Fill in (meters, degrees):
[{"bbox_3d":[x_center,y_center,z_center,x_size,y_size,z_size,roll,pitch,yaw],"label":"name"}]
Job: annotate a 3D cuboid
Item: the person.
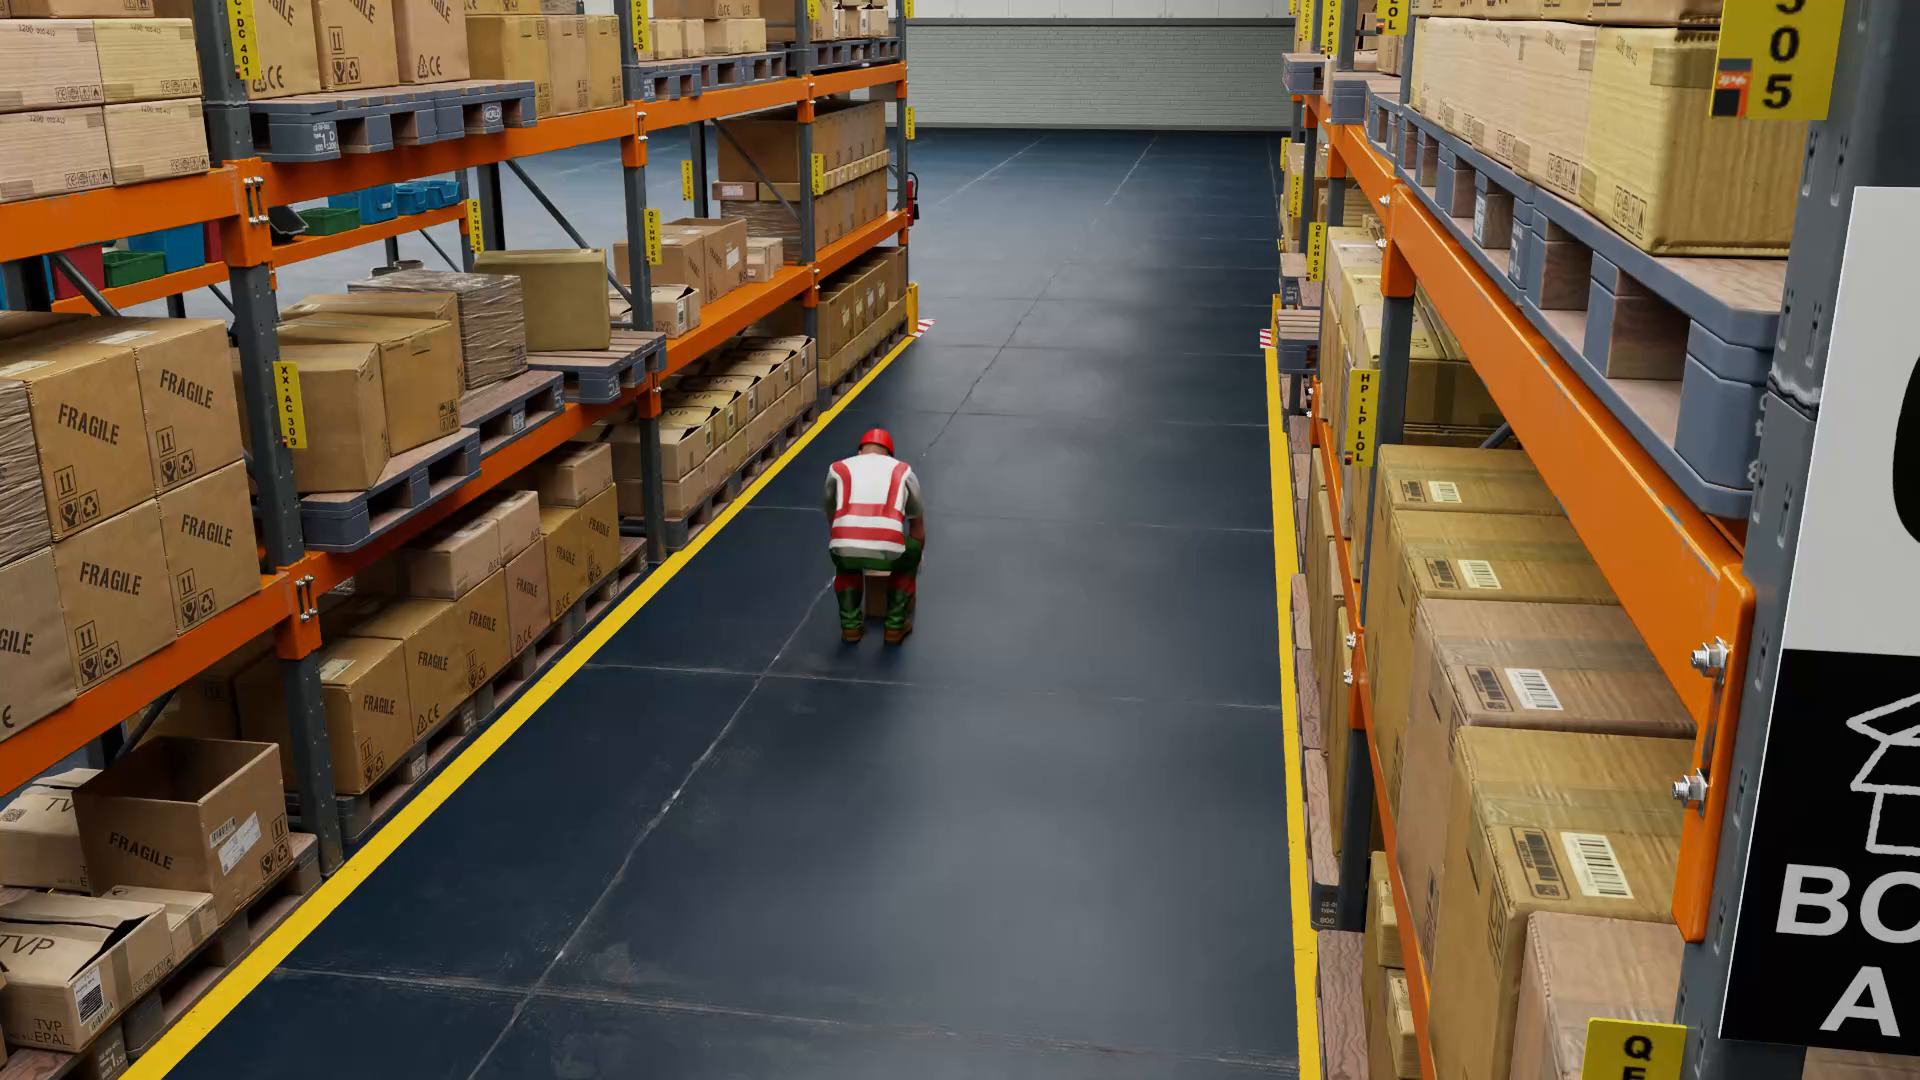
[{"bbox_3d":[-0.498,-0.012,9.204,0.576,1.091,0.866,3,18,9],"label":"person"}]
